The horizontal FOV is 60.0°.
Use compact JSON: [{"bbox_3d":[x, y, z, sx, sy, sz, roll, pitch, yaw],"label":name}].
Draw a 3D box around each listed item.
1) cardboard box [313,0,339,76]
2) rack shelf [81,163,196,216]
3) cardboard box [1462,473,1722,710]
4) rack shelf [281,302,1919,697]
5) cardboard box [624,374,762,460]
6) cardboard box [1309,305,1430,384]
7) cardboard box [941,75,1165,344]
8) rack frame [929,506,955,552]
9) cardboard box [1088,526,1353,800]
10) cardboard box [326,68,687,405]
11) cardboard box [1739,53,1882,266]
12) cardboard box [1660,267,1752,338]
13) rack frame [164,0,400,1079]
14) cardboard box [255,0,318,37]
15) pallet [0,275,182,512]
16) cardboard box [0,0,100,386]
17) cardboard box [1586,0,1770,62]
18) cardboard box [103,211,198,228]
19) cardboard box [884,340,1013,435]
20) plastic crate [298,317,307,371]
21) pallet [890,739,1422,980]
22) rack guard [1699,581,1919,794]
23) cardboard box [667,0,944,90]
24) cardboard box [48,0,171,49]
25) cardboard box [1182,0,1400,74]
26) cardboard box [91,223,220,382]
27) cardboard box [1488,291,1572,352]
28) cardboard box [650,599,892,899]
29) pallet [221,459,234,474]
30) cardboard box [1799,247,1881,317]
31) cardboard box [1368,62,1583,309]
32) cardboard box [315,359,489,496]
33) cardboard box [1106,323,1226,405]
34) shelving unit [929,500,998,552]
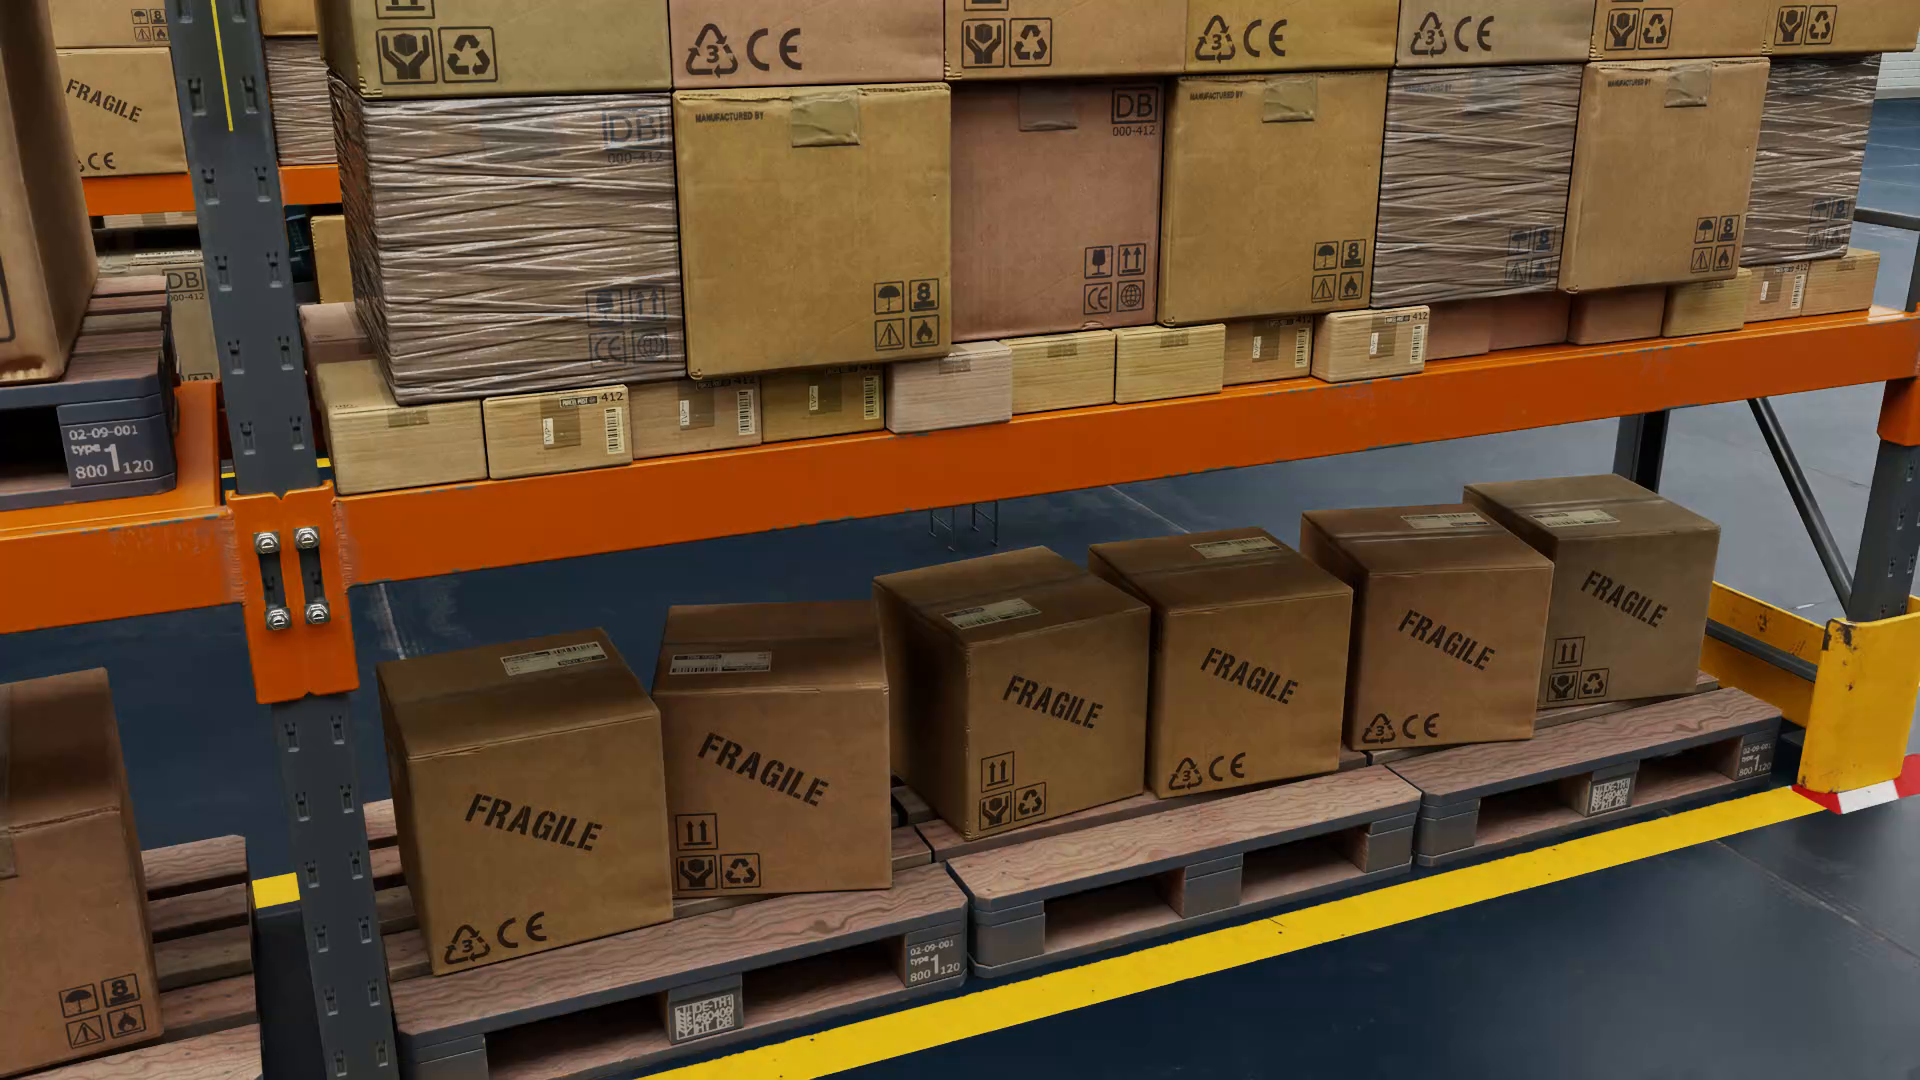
[{"bbox_3d":[-1.023,-1.200,3.310,0.500,0.500,0.500,-8,21,-22],"label":"cardboard box"},{"bbox_3d":[-5.035,-1.321,6.841,4.000,0.370,1.077,-8,21,-22],"label":"rack shelf"},{"bbox_3d":[1.766,0.134,4.757,0.500,0.500,0.500,-4,20,-12],"label":"cardboard box"},{"bbox_3d":[0.509,-0.322,4.002,4.000,0.370,1.077,-8,21,-22],"label":"rack shelf"},{"bbox_3d":[-0.557,-0.286,3.197,0.250,0.149,0.380,-8,21,-22],"label":"cardboard box"},{"bbox_3d":[0.830,-0.476,3.735,0.250,0.149,0.380,-8,21,-22],"label":"cardboard box"},{"bbox_3d":[0.003,-0.777,3.615,0.500,0.500,0.875,-8,21,-22],"label":"cardboard box"},{"bbox_3d":[-0.071,-0.556,6.294,0.006,1.200,0.240,-8,21,-22],"label":"rack frame"},{"bbox_3d":[0.648,0.300,4.286,0.500,0.500,0.500,-6,20,-17],"label":"cardboard box"},{"bbox_3d":[-0.889,-0.626,3.184,0.500,0.500,0.875,-8,21,-22],"label":"cardboard box"},{"bbox_3d":[1.830,-1.048,4.382,0.500,0.500,0.875,-8,21,-22],"label":"cardboard box"},{"bbox_3d":[1.727,-0.624,4.156,0.250,0.149,0.380,-8,21,-22],"label":"cardboard box"},{"bbox_3d":[-1.327,-0.398,3.136,0.127,3.000,1.000,-8,21,-22],"label":"rack frame"},{"bbox_3d":[-2.846,-2.542,7.373,0.550,0.550,0.875,-8,21,-22],"label":"cardboard box"},{"bbox_3d":[-2.086,-0.251,3.008,1.213,0.211,1.003,-8,21,-22],"label":"pallet"},{"bbox_3d":[-2.112,-0.817,2.791,1.000,1.000,1.000,-8,21,-22],"label":"cardboard box"},{"bbox_3d":[1.482,-1.368,3.787,0.500,0.500,0.500,-8,21,-22],"label":"cardboard box"},{"bbox_3d":[-5.733,-2.309,11.887,0.625,0.372,0.950,-8,21,-21],"label":"cardboard box"},{"bbox_3d":[-0.085,-0.342,3.356,0.250,0.149,0.380,-8,21,-22],"label":"cardboard box"},{"bbox_3d":[-3.558,-1.047,9.126,0.662,0.188,0.450,2,30,6],"label":"plastic crate"},{"bbox_3d":[0.398,0.656,4.340,1.213,0.211,1.003,-8,21,-22],"label":"pallet"},{"bbox_3d":[2.276,0.265,5.017,0.348,0.500,1.175,-8,21,-22],"label":"rack guard"},{"bbox_3d":[-0.355,-1.105,3.040,0.500,0.500,0.500,-8,21,-22],"label":"cardboard box"},{"bbox_3d":[-3.652,-2.375,7.096,0.500,0.500,0.700,-9,21,-23],"label":"cardboard box"},{"bbox_3d":[0.559,-1.240,3.422,0.500,0.500,0.500,-8,21,-22],"label":"cardboard box"},{"bbox_3d":[-3.733,-0.952,7.463,0.750,0.750,1.050,-8,21,-22],"label":"cardboard box"},{"bbox_3d":[1.245,-0.575,4.018,0.250,0.149,0.380,-8,21,-22],"label":"cardboard box"},{"bbox_3d":[-0.421,0.465,3.816,0.500,0.500,0.500,-2,19,-5],"label":"cardboard box"},{"bbox_3d":[-3.877,-0.484,7.579,1.213,0.211,1.003,-8,21,-22],"label":"pallet"},{"bbox_3d":[2.166,-0.705,4.387,0.250,0.149,0.380,-8,21,-22],"label":"cardboard box"},{"bbox_3d":[0.942,-0.893,3.942,0.500,0.500,0.875,-8,21,-22],"label":"cardboard box"},{"bbox_3d":[-1.010,-0.216,2.997,0.250,0.149,0.380,-8,21,-22],"label":"cardboard box"},{"bbox_3d":[0.362,-0.417,3.569,0.250,0.149,0.380,-8,21,-22],"label":"cardboard box"},{"bbox_3d":[0.013,-0.568,6.328,0.189,1.200,0.258,-8,21,-22],"label":"shelving unit"}]
